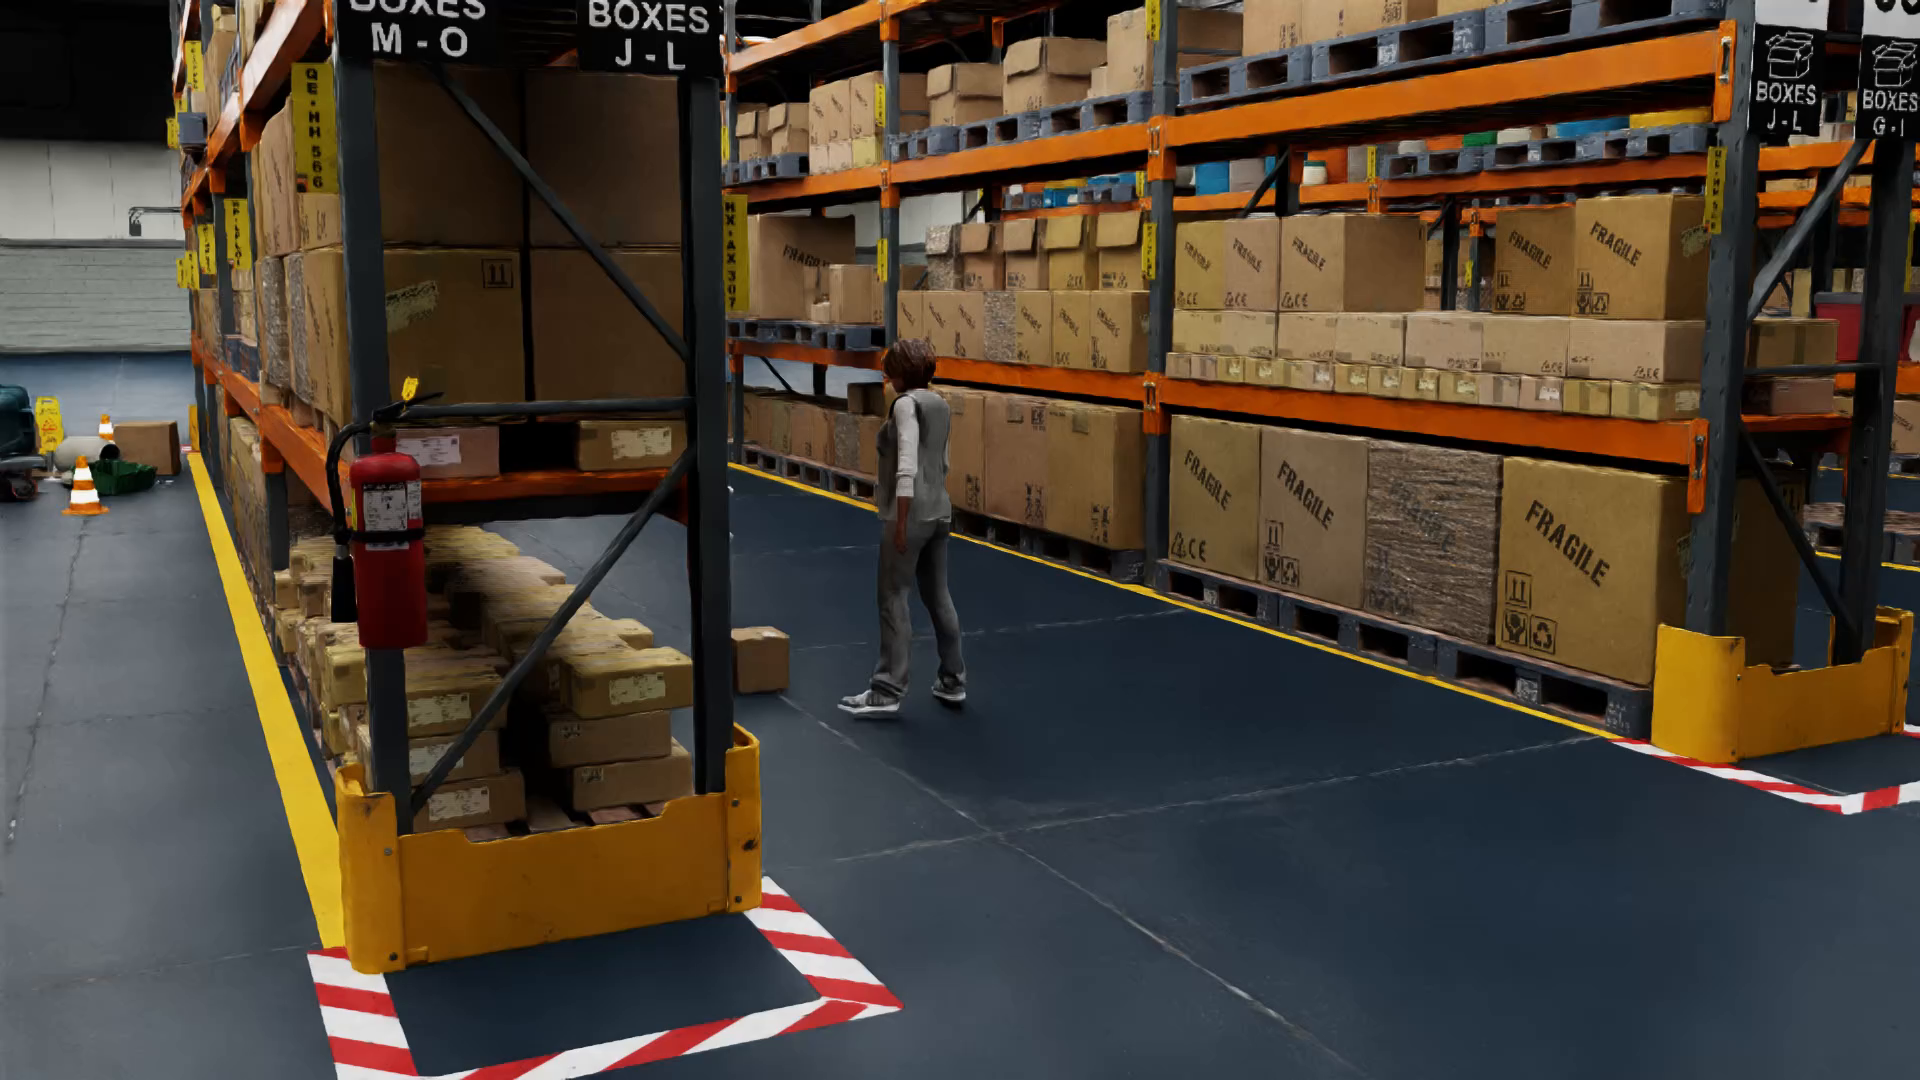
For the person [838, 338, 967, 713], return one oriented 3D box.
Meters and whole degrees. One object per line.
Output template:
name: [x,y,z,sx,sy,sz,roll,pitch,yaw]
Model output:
person: [-0.217,-0.063,7.171,0.437,1.592,0.579,4,10,25]
